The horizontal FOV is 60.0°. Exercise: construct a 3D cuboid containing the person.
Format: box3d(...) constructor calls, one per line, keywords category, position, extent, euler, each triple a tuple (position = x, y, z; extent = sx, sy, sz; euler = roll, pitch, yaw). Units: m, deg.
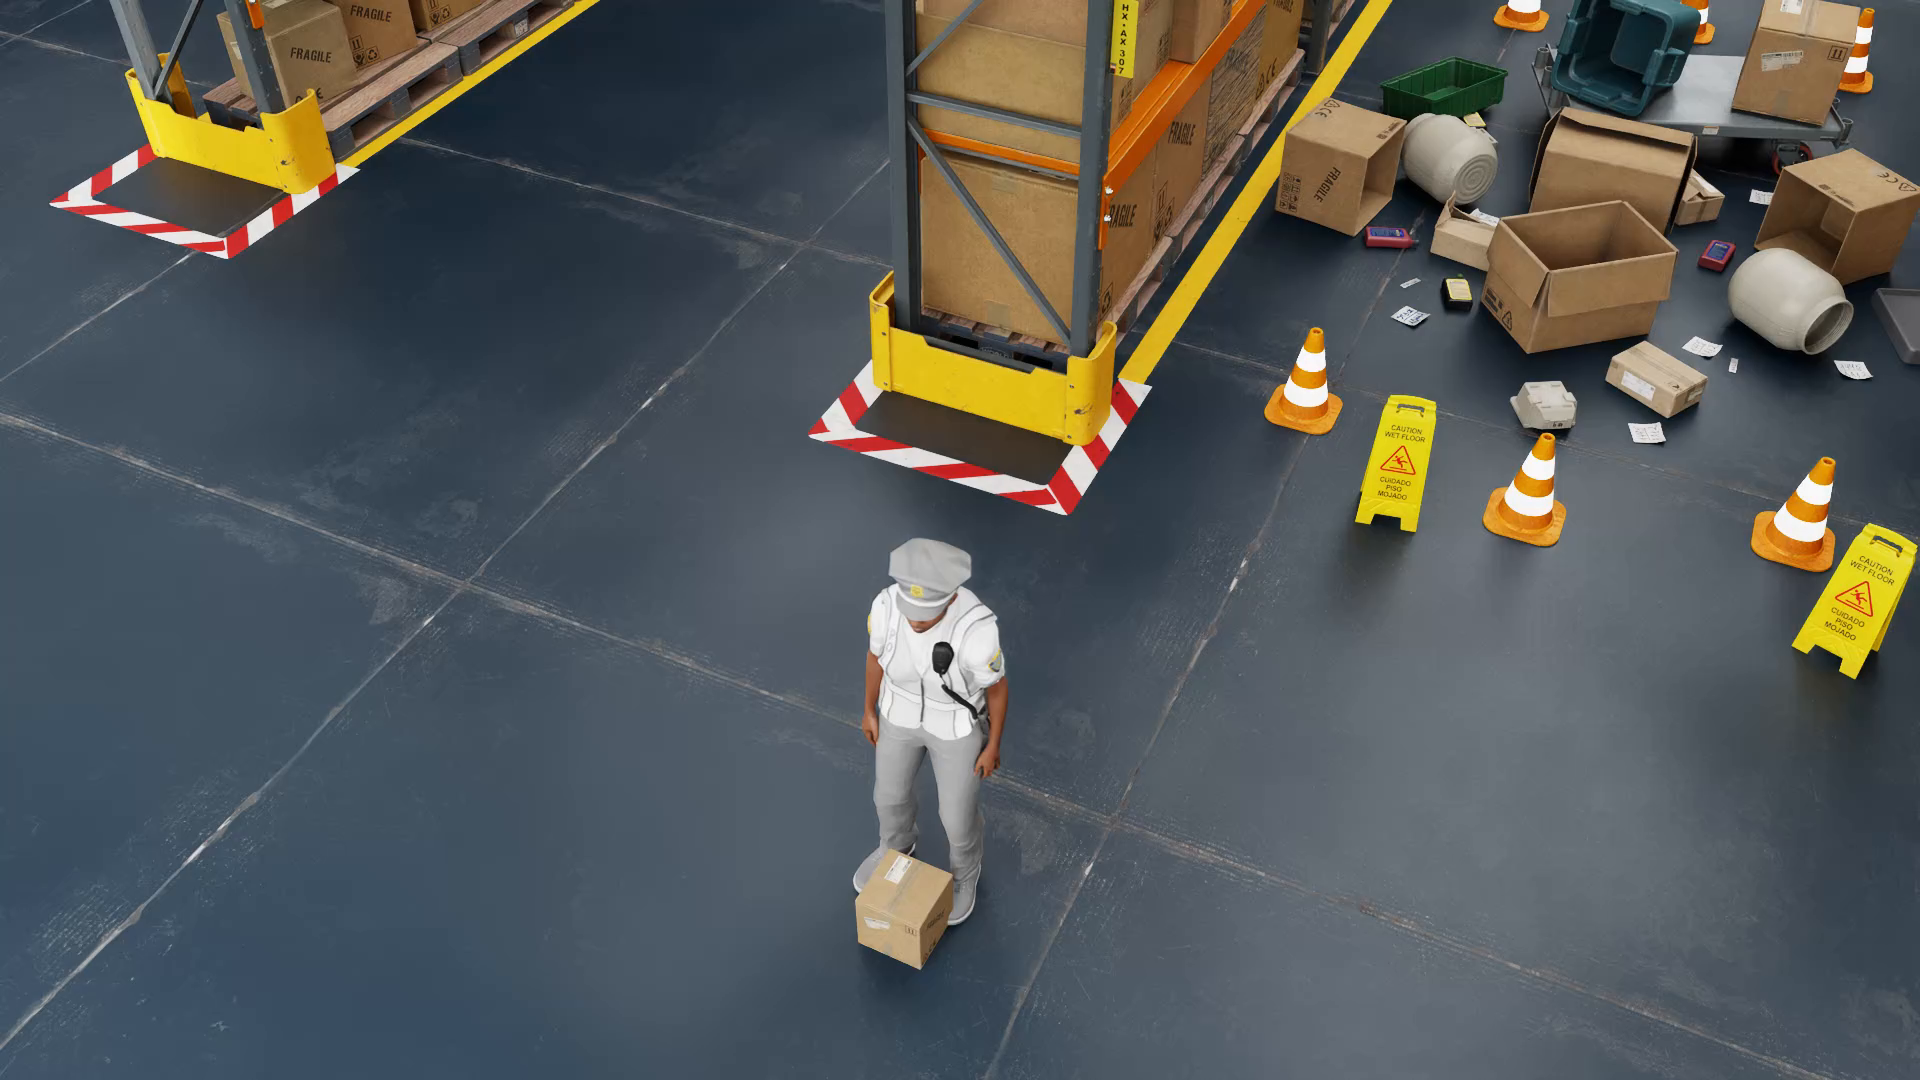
box3d(category="person", position=(-0.107, 0.614, 5.486), extent=(0.504, 1.657, 0.394), euler=(17, 45, 17))
